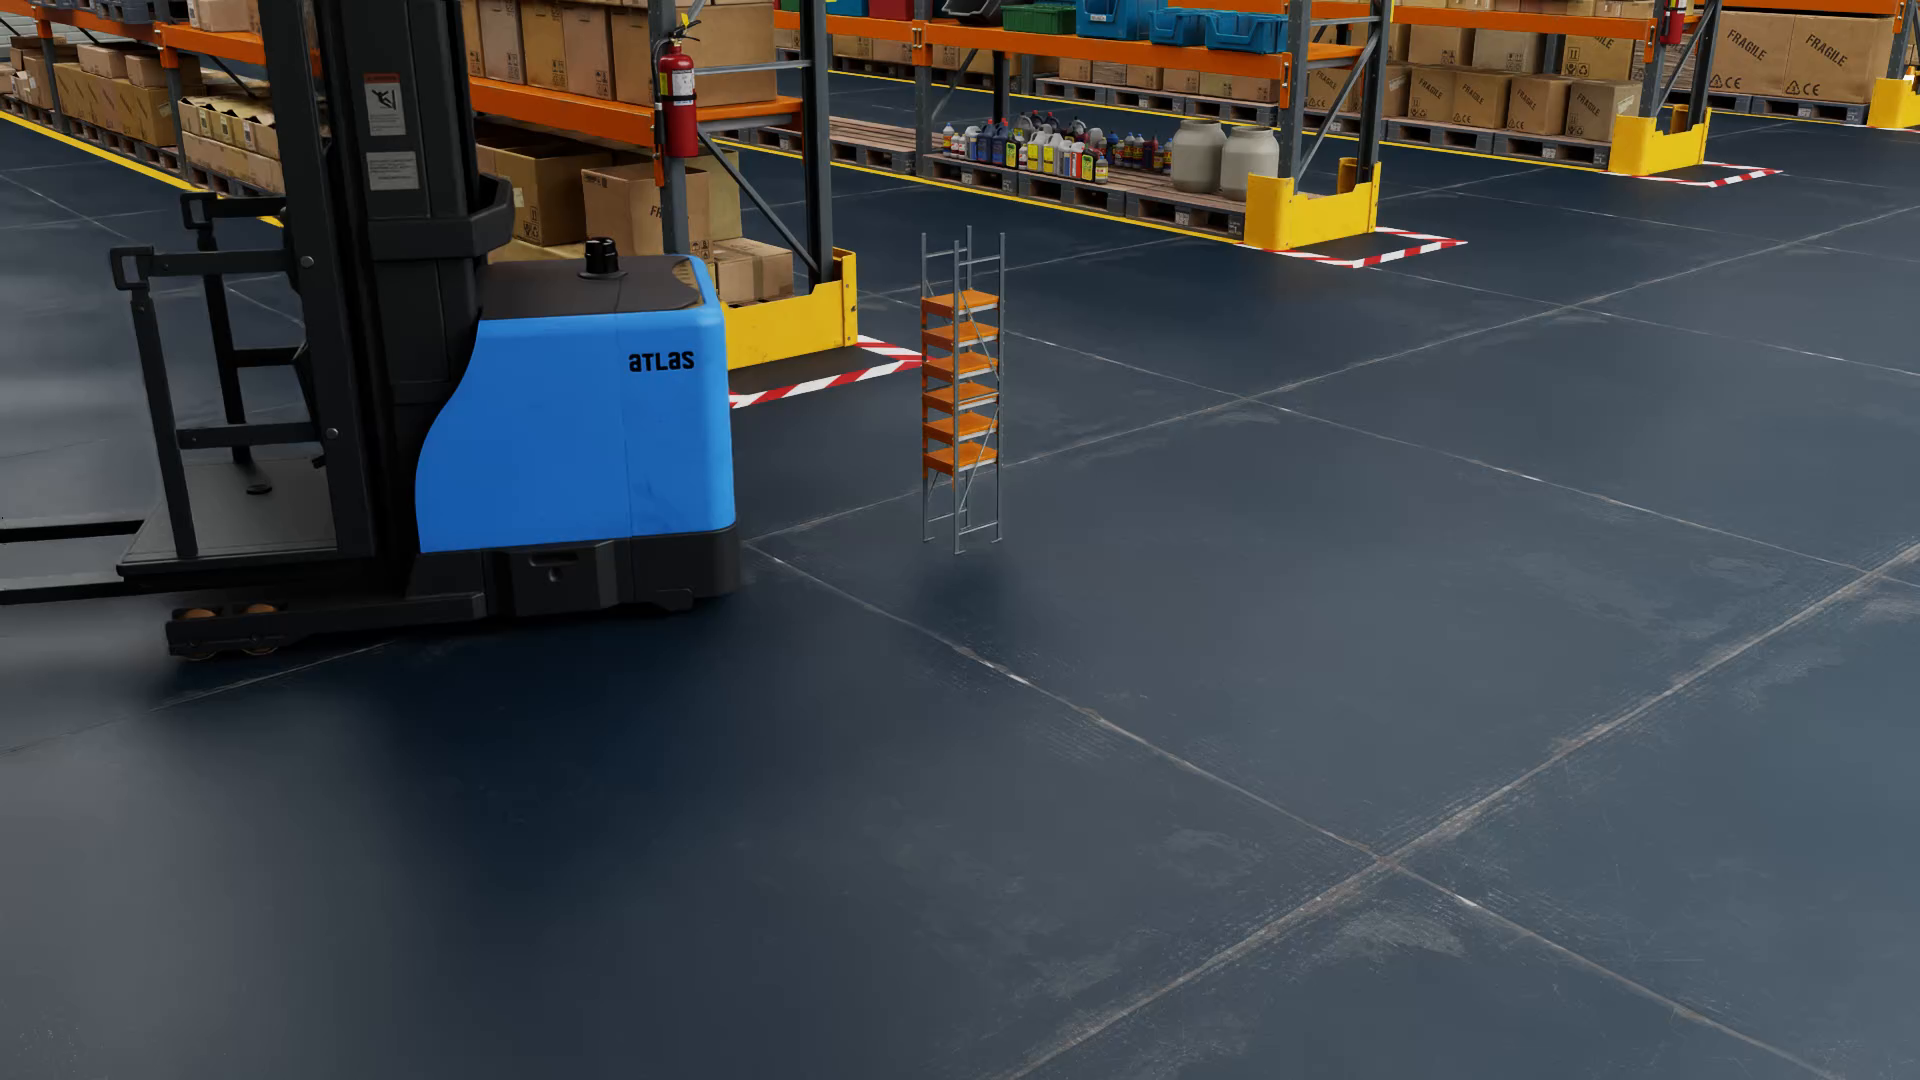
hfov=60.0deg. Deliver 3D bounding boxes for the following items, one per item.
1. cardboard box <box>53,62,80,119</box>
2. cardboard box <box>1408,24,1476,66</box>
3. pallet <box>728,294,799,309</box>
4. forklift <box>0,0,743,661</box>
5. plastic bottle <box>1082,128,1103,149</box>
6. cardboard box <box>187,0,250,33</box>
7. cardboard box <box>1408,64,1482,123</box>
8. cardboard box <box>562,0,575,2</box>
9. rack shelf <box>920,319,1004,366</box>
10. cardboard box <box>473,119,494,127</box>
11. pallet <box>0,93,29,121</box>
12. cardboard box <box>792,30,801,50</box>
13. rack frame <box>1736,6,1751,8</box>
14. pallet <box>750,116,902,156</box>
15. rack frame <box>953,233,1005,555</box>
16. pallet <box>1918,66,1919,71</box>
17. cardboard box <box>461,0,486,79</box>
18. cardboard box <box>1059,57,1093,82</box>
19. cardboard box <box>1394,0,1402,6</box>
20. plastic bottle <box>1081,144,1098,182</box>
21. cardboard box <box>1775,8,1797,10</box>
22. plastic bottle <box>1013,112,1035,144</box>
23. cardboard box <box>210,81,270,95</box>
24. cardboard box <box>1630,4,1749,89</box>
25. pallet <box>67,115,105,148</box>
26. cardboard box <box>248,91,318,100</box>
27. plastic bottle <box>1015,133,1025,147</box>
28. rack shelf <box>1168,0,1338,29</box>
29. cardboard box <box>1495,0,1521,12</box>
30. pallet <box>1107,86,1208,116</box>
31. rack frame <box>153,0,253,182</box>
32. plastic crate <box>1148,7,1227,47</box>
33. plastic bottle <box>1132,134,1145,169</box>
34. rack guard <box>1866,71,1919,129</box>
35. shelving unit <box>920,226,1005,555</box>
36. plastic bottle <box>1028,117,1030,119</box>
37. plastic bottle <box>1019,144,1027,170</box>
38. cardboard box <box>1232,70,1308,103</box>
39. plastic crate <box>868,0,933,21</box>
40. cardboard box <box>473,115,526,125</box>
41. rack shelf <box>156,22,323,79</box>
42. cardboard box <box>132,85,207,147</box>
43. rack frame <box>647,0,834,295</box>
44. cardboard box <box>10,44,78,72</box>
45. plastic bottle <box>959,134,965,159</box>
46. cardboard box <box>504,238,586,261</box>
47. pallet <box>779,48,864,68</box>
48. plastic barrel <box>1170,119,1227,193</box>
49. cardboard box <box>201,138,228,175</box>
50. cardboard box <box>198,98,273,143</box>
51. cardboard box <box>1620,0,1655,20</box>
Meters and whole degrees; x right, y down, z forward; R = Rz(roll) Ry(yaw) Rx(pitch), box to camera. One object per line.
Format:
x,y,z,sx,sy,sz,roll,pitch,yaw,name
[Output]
-8.818,-4.579,16.885,0.500,0.500,0.500,-19,28,-40,cardboard box
6.504,-6.595,21.717,1.050,0.750,0.750,-17,27,-37,cardboard box
-1.647,-1.317,9.556,1.003,0.211,1.213,-17,27,-37,pallet
-2.342,-1.178,5.473,3.031,2.935,1.130,-5,22,-11,forklift
1.106,-3.336,14.021,0.152,0.276,0.135,-17,27,-36,plastic bottle
-5.901,-4.289,13.445,0.500,0.311,0.500,-18,28,-38,cardboard box
4.855,-4.479,16.657,0.500,0.500,0.500,19,29,40,cardboard box
-2.011,-3.035,9.094,0.380,0.149,0.250,-17,27,-37,cardboard box
0.009,-0.737,6.184,0.258,0.103,0.180,-17,27,-37,rack shelf
-3.329,-2.444,10.778,0.500,0.500,0.500,-17,27,-37,cardboard box
-10.197,-4.958,18.853,1.003,0.211,1.213,-17,27,-37,pallet
-1.812,-7.494,23.842,0.875,0.875,0.875,-17,27,-37,cardboard box
11.288,-8.235,23.397,1.000,3.000,0.127,-17,27,-37,rack frame
-1.315,-3.944,16.263,1.003,0.211,1.213,-17,27,-37,pallet
0.069,-0.529,6.190,0.240,1.200,0.006,-17,27,-37,rack frame
13.346,-6.086,21.732,1.003,0.211,1.213,-17,27,-37,pallet
-2.759,-3.161,10.304,0.700,0.500,0.500,-17,27,-37,cardboard box
1.622,-5.842,20.111,0.700,0.500,0.500,-19,28,-40,cardboard box
4.333,-5.348,16.370,0.380,0.149,0.250,-17,27,-37,cardboard box
1.018,-2.963,13.057,0.061,0.283,0.133,-17,27,-36,plastic bottle
11.468,-7.272,23.105,0.500,0.500,0.500,-16,26,-35,cardboard box
0.557,-3.525,14.400,0.144,0.351,0.185,-17,27,-37,plastic bottle
-6.419,-3.859,15.048,0.500,0.500,0.500,-16,27,-35,cardboard box
8.552,-5.797,19.508,0.875,0.875,0.875,-17,27,-37,cardboard box
-8.389,-4.215,16.956,1.003,0.211,1.213,-17,27,-37,pallet
-5.810,-3.714,14.280,0.500,0.311,0.500,-17,27,-36,cardboard box
0.488,-3.226,13.745,0.097,0.271,0.097,0,21,0,plastic bottle
2.475,-6.094,18.916,1.077,0.370,4.000,-17,27,-37,rack shelf
5.220,-5.025,15.545,0.380,0.149,0.250,-17,27,-37,cardboard box
2.470,-5.130,19.292,1.003,0.211,1.213,-17,27,-37,pallet
-6.338,-4.624,14.177,1.000,3.000,0.127,-17,27,-37,rack frame
1.666,-3.771,12.202,0.499,0.251,0.408,-17,27,-37,plastic crate
1.468,-3.196,13.669,0.097,0.271,0.097,0,21,0,plastic bottle
10.230,-4.753,17.935,1.175,0.500,0.348,-17,27,-37,rack guard
0.009,-0.555,6.255,0.258,1.200,0.189,-17,27,-37,shelving unit
0.592,-3.583,14.640,0.061,0.283,0.133,-16,26,-35,plastic bottle
0.531,-3.141,13.625,0.097,0.201,0.097,0,21,0,plastic bottle
3.396,-5.092,18.196,0.500,0.500,0.700,20,29,41,cardboard box
-0.520,-4.788,14.507,0.402,0.464,0.583,-17,27,-37,plastic crate
-2.941,-2.566,11.090,0.500,0.500,0.500,-17,27,-37,cardboard box
-5.033,-3.737,12.898,1.077,0.370,4.000,-17,27,-37,rack shelf
-7.126,-3.868,15.070,0.500,0.500,0.500,-16,27,-35,cardboard box
-1.116,-2.414,8.534,1.000,3.000,0.127,-17,27,-37,rack frame
-10.179,-5.290,18.696,0.797,0.503,0.637,-17,27,-37,cardboard box
0.037,-3.350,14.159,0.097,0.201,0.097,0,21,0,plastic bottle
-2.353,-1.680,9.855,0.500,0.250,0.500,-17,27,-37,cardboard box
-1.879,-7.017,24.110,1.003,0.211,1.213,-17,27,-37,pallet
1.824,-2.931,12.690,0.421,0.512,0.421,0,21,0,plastic barrel
-5.890,-3.186,13.700,0.500,0.250,0.500,-18,28,-39,cardboard box
-5.869,-3.443,13.586,0.500,0.311,0.500,-18,28,-39,cardboard box
6.049,-4.684,14.674,0.380,0.149,0.250,-17,27,-37,cardboard box
